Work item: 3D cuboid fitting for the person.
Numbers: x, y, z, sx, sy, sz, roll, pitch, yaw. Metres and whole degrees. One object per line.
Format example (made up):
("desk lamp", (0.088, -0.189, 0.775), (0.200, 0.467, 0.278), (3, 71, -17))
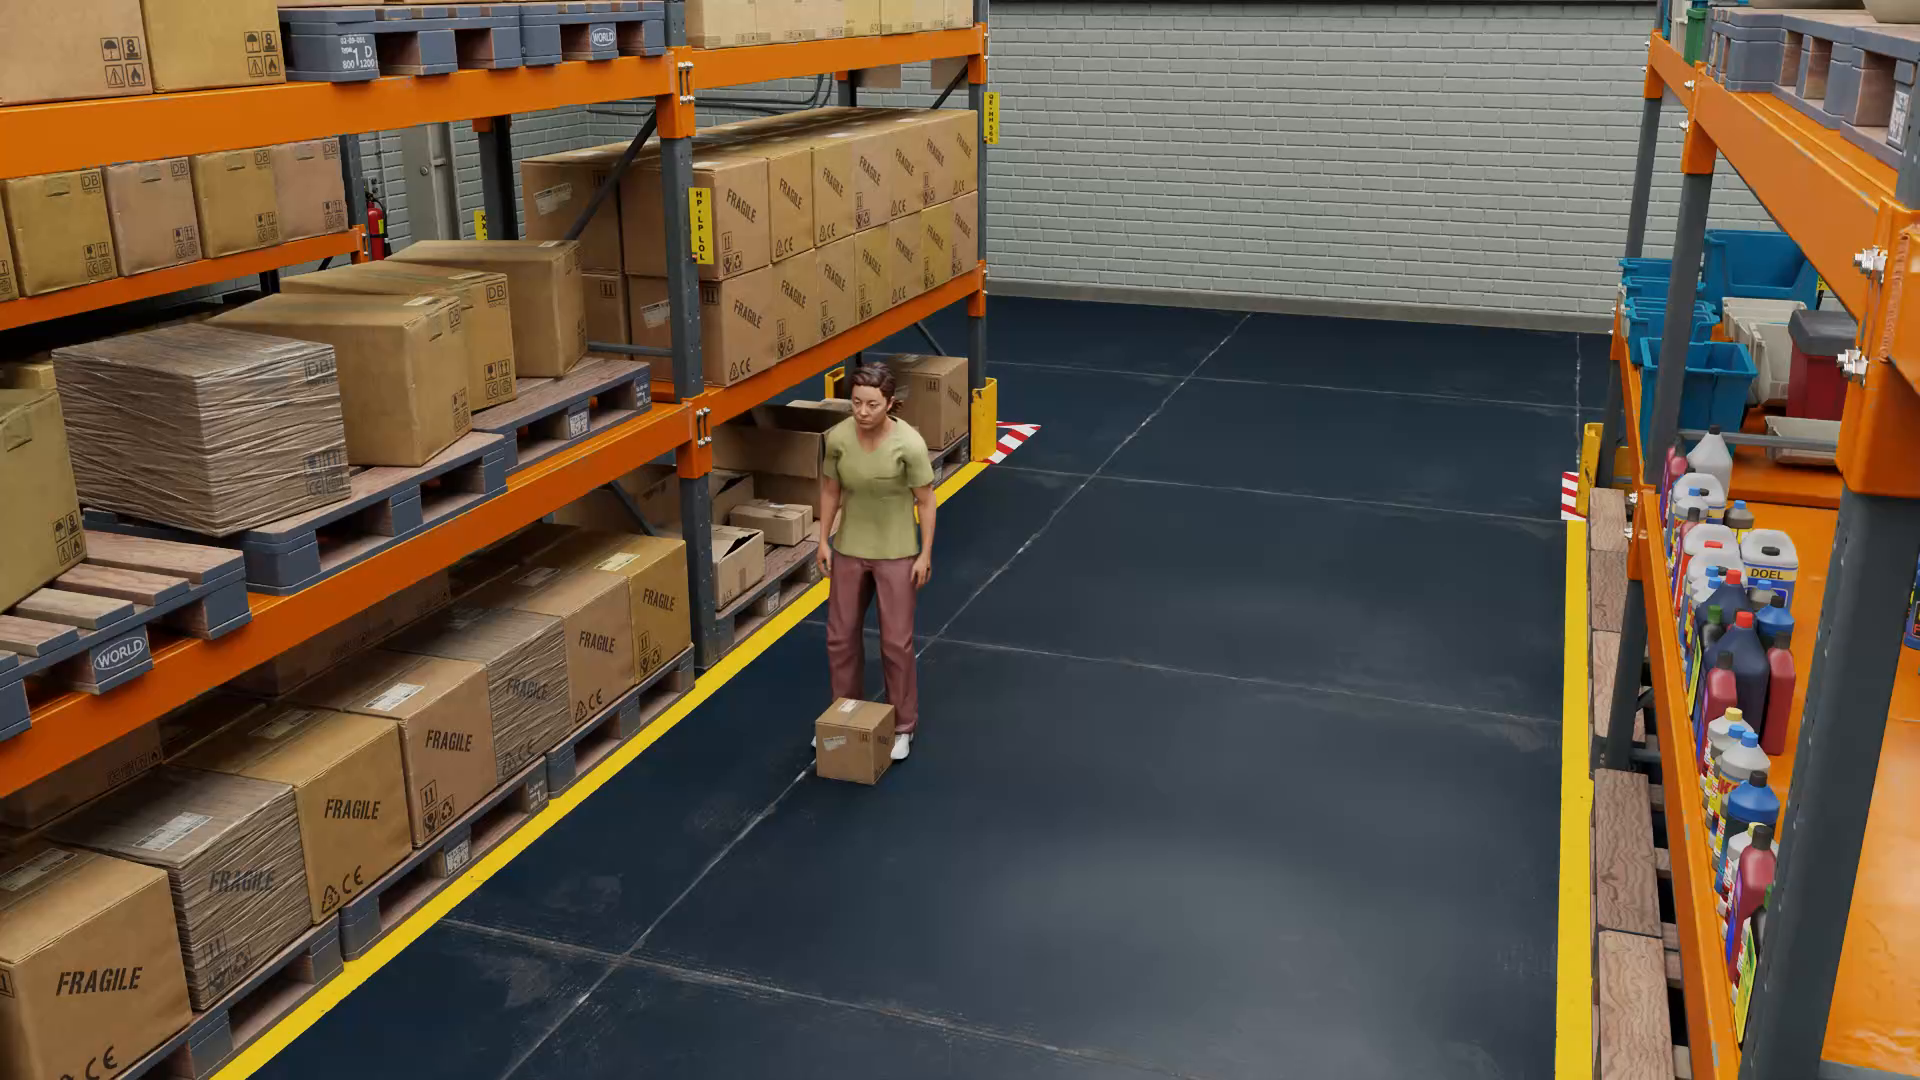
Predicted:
("person", (-0.353, 0.076, 6.840), (0.500, 1.672, 0.362), (6, 20, 16))
